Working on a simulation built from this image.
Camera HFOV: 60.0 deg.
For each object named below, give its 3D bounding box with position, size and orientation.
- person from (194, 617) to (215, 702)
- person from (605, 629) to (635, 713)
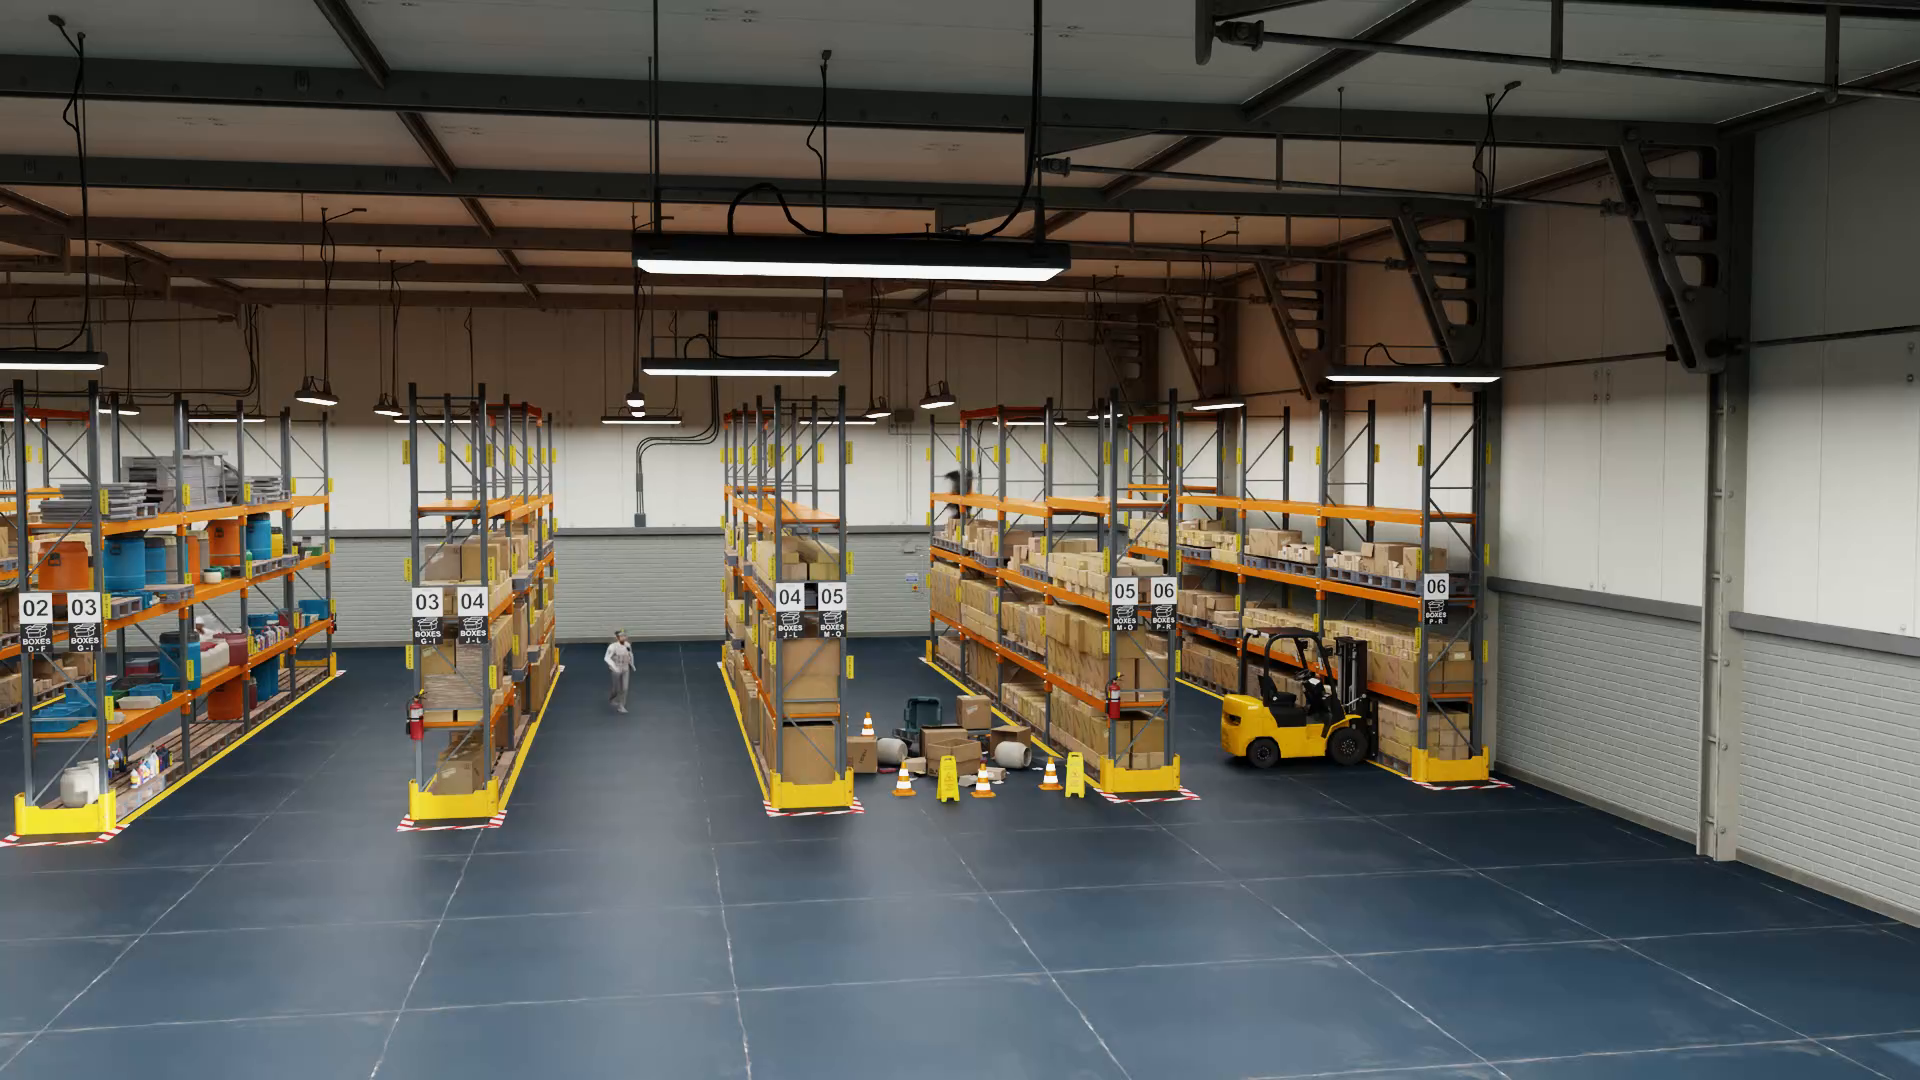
[{"bbox_3d":[-15.531,2.424,33.985,0.695,1.722,0.853,-1,3,-20],"label":"person"},{"bbox_3d":[-6.686,2.542,32.550,0.615,1.646,0.700,-2,3,-31],"label":"person"}]
